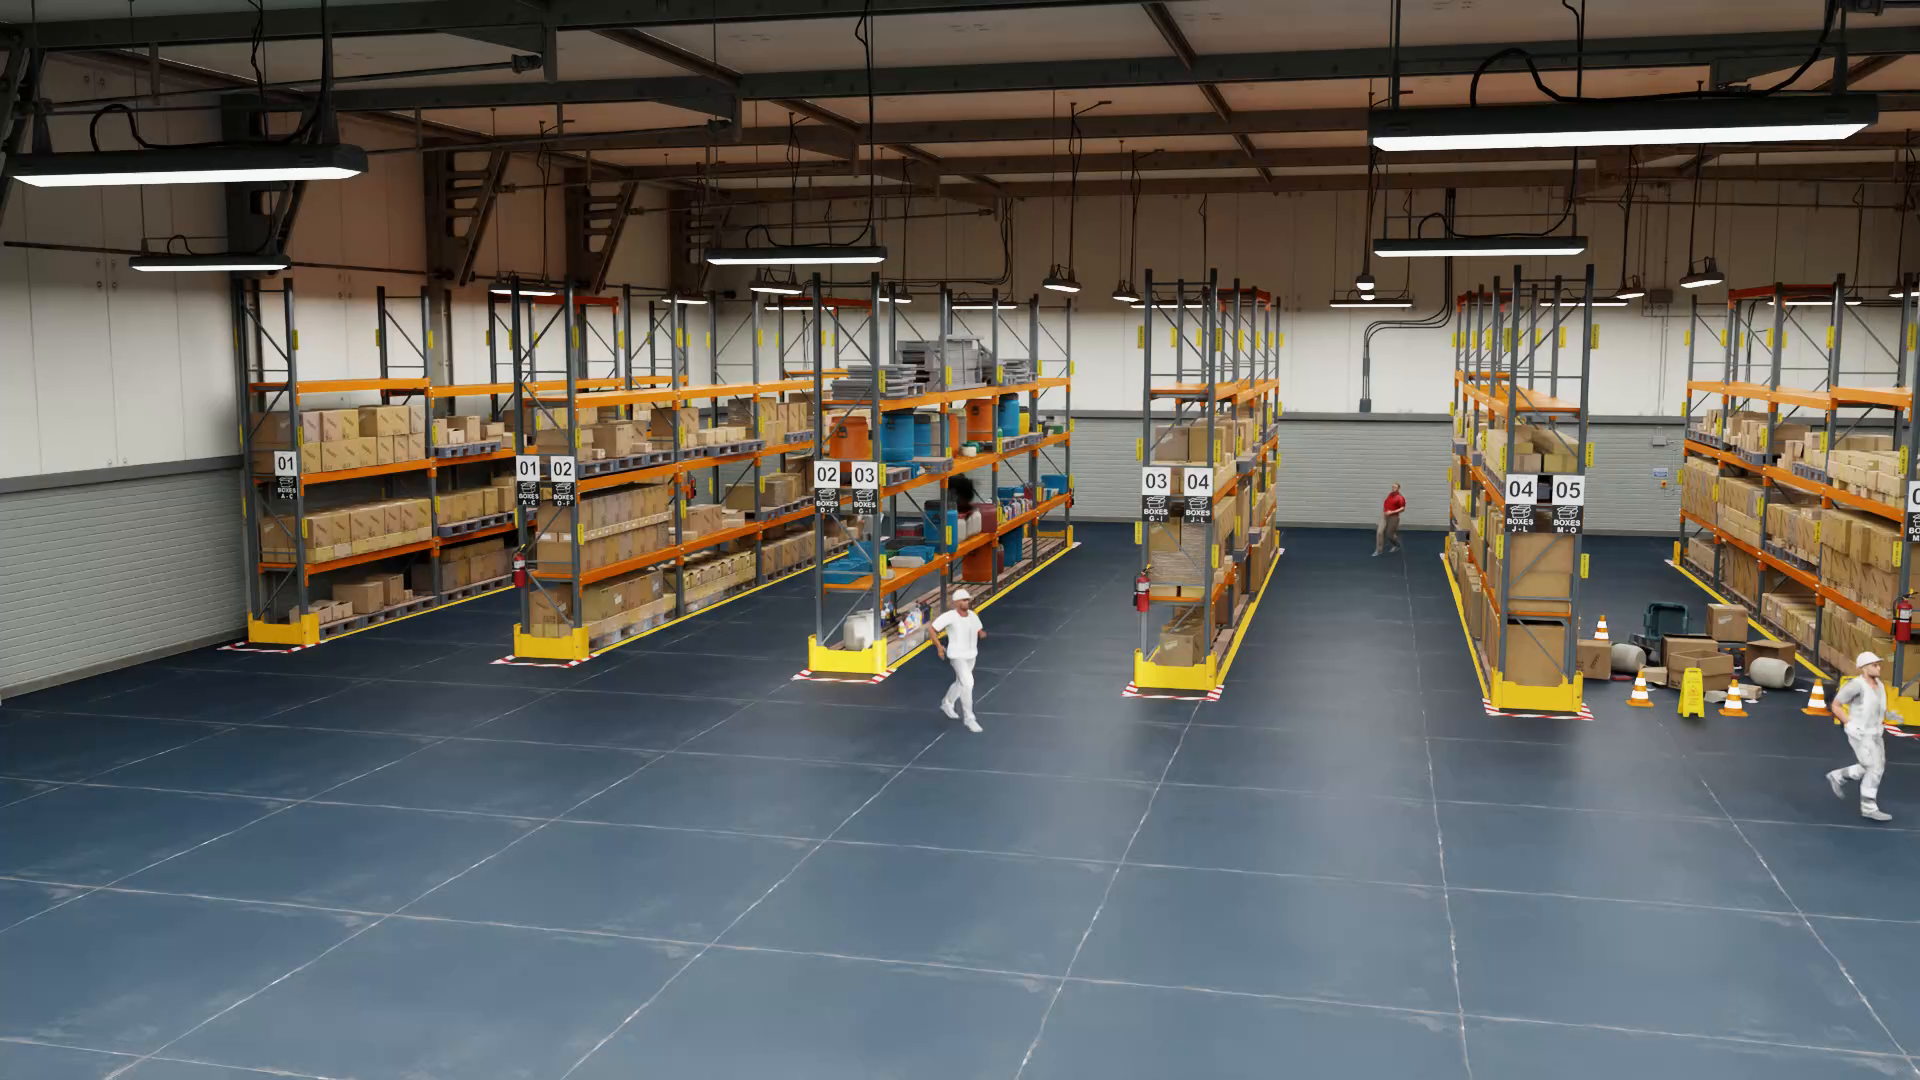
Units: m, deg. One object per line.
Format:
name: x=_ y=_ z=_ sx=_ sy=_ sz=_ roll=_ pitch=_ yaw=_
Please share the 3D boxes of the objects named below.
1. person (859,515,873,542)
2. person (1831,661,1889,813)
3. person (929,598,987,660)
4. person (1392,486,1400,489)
person: x=-1.861 y=-0.204 z=34.301 sx=0.489 sy=1.480 sz=0.737 roll=1 pitch=7 yaw=6
person: x=9.478 y=2.029 z=17.544 sx=0.657 sy=1.648 sz=0.617 roll=-4 pitch=8 yaw=-28
person: x=0.052 y=1.101 z=21.474 sx=0.677 sy=0.855 sz=0.682 roll=7 pitch=9 yaw=43
person: x=10.073 y=-1.215 z=38.477 sx=0.164 sy=0.068 sz=0.167 roll=-4 pitch=8 yaw=-31
